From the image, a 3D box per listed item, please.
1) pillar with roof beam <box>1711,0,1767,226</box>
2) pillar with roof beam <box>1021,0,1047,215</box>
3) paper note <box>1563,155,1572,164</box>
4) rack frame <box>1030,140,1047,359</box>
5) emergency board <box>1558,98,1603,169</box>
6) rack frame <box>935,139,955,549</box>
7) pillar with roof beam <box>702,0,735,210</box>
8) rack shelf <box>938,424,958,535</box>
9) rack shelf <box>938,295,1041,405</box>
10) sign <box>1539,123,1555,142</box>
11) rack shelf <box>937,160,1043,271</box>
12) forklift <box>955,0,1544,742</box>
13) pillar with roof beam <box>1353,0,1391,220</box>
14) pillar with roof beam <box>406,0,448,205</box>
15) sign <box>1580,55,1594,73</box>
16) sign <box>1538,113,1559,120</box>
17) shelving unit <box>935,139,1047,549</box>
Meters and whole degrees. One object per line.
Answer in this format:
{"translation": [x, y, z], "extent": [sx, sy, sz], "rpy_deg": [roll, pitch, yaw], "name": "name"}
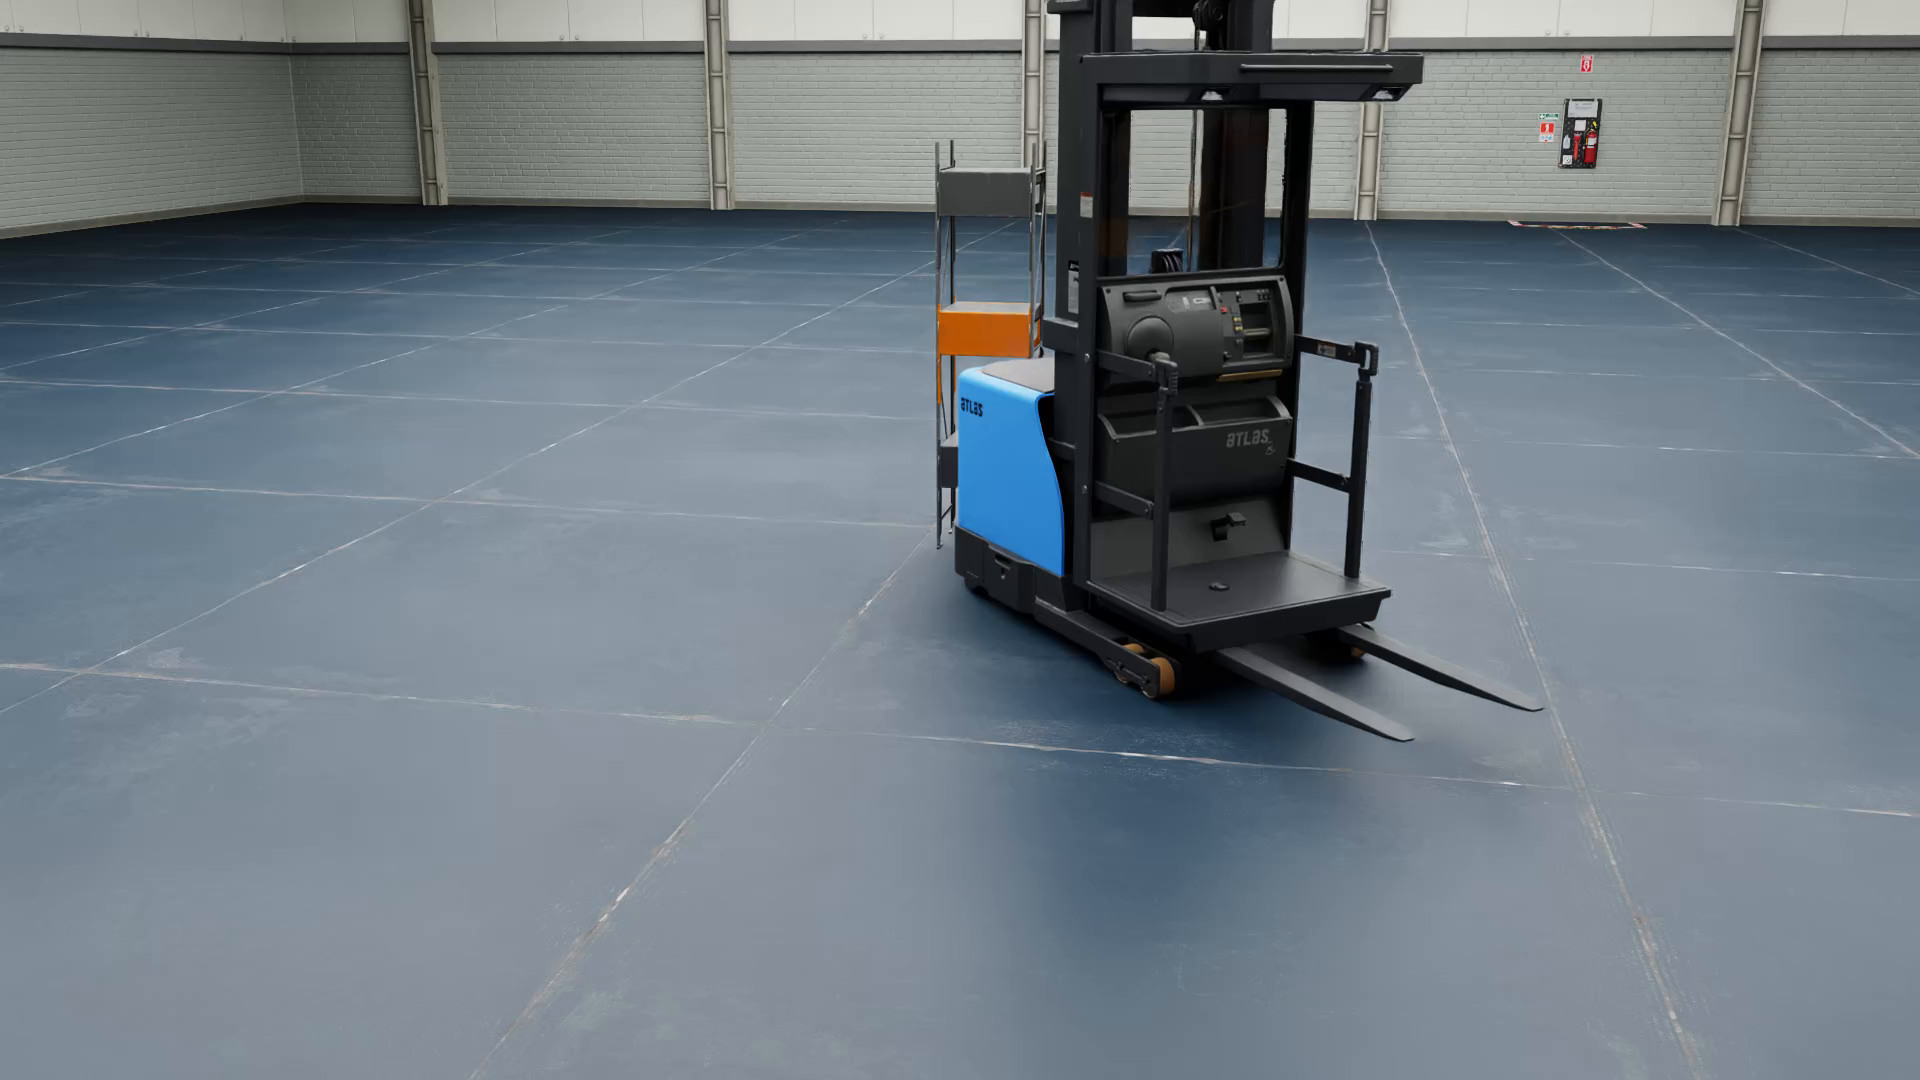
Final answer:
{"translation": [12.234, -8.605, 23.198], "extent": [0.400, 9.000, 9.100], "rpy_deg": [3, 16, 11], "name": "pillar with roof beam"}
{"translation": [0.475, -9.243, 25.503], "extent": [0.400, 9.000, 9.100], "rpy_deg": [3, 16, 11], "name": "pillar with roof beam"}
{"translation": [10.518, -6.584, 28.792], "extent": [0.142, 0.148, 0.016], "rpy_deg": [3, 16, 11], "name": "paper note"}
{"translation": [0.401, -0.990, 8.633], "extent": [0.015, 2.100, 0.400], "rpy_deg": [3, 16, 11], "name": "rack frame"}
{"translation": [10.678, -6.981, 28.575], "extent": [0.643, 1.169, 0.194], "rpy_deg": [3, 16, 11], "name": "emergency board"}
{"translation": [-0.077, -1.016, 8.727], "extent": [0.015, 2.100, 0.400], "rpy_deg": [3, 16, 11], "name": "rack frame"}
{"translation": [-5.405, -9.562, 26.655], "extent": [0.400, 9.000, 9.100], "rpy_deg": [3, 16, 11], "name": "pillar with roof beam"}
{"translation": [0.162, -0.315, 8.870], "extent": [0.480, 0.518, 0.431], "rpy_deg": [3, 16, 11], "name": "rack shelf"}
{"translation": [0.162, -0.990, 8.684], "extent": [0.480, 0.518, 0.431], "rpy_deg": [3, 16, 11], "name": "rack shelf"}
{"translation": [10.157, -7.055, 28.774], "extent": [0.234, 0.329, 0.001], "rpy_deg": [3, 16, 11], "name": "sign"}
{"translation": [0.162, -1.665, 8.497], "extent": [0.480, 0.518, 0.431], "rpy_deg": [3, 16, 11], "name": "rack shelf"}
{"translation": [1.105, -0.910, 6.788], "extent": [1.130, 2.935, 3.031], "rpy_deg": [-8, 17, -27], "name": "forklift"}
{"translation": [6.355, -8.924, 24.350], "extent": [0.400, 9.000, 9.100], "rpy_deg": [3, 16, 11], "name": "pillar with roof beam"}
{"translation": [-11.284, -9.881, 27.807], "extent": [0.400, 9.000, 9.100], "rpy_deg": [3, 16, 11], "name": "pillar with roof beam"}
{"translation": [10.690, -8.125, 28.361], "extent": [0.199, 0.298, 0.001], "rpy_deg": [3, 16, 11], "name": "sign"}
{"translation": [10.160, -7.307, 28.694], "extent": [0.331, 0.109, 0.001], "rpy_deg": [3, 16, 11], "name": "sign"}
{"translation": [0.162, -1.003, 8.680], "extent": [0.503, 2.100, 0.431], "rpy_deg": [3, 16, 11], "name": "shelving unit"}
